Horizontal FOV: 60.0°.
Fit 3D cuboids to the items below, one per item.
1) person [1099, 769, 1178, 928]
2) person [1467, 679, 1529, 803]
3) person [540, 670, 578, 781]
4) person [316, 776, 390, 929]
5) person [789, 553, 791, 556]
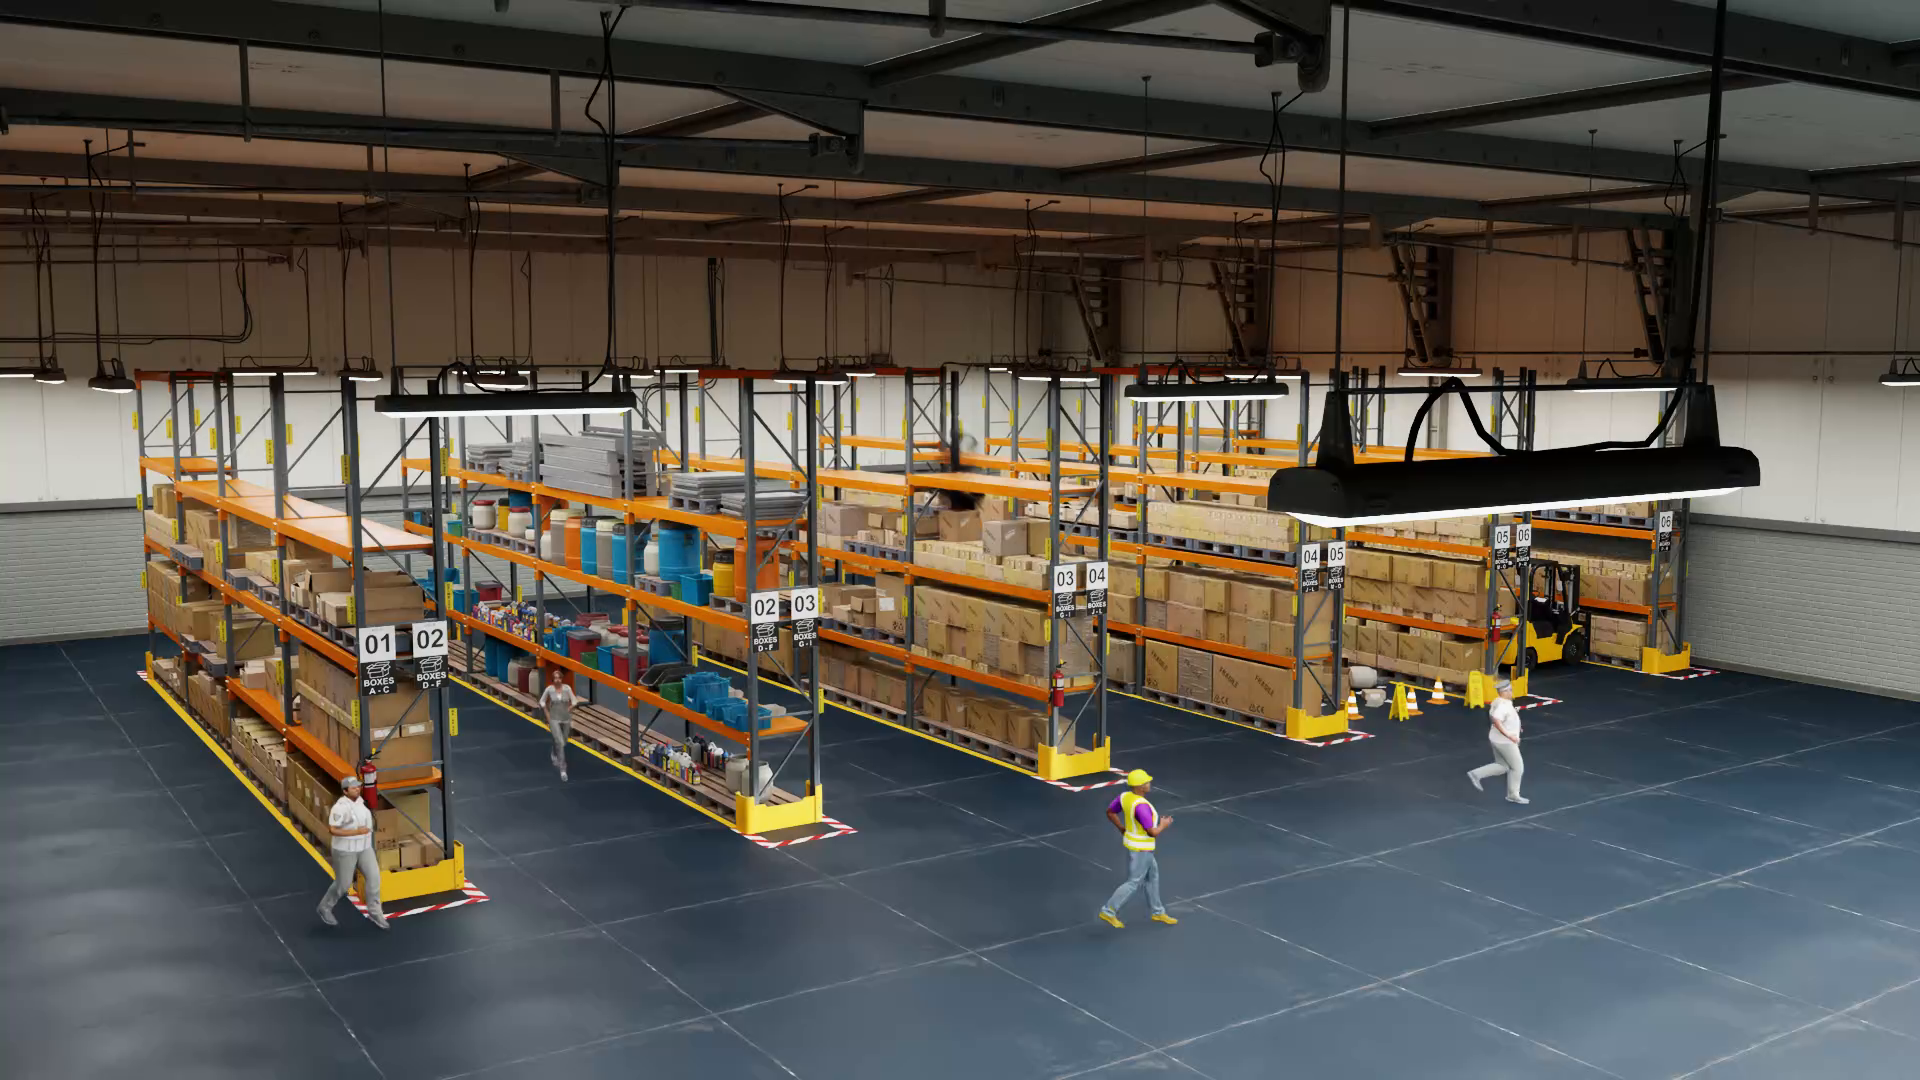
[{"bbox_3d":[1.963,3.379,18.181,0.944,1.776,0.691,-1,7,-11],"label":"person"},{"bbox_3d":[7.629,2.835,23.417,0.819,1.776,0.663,0,6,2],"label":"person"},{"bbox_3d":[-5.994,2.734,24.910,0.526,1.606,0.815,-3,7,-26],"label":"person"},{"bbox_3d":[-6.703,3.440,18.303,0.816,1.705,0.595,2,7,20],"label":"person"},{"bbox_3d":[-3.950,1.116,39.013,0.626,1.684,0.634,-2,7,-15],"label":"person"}]
